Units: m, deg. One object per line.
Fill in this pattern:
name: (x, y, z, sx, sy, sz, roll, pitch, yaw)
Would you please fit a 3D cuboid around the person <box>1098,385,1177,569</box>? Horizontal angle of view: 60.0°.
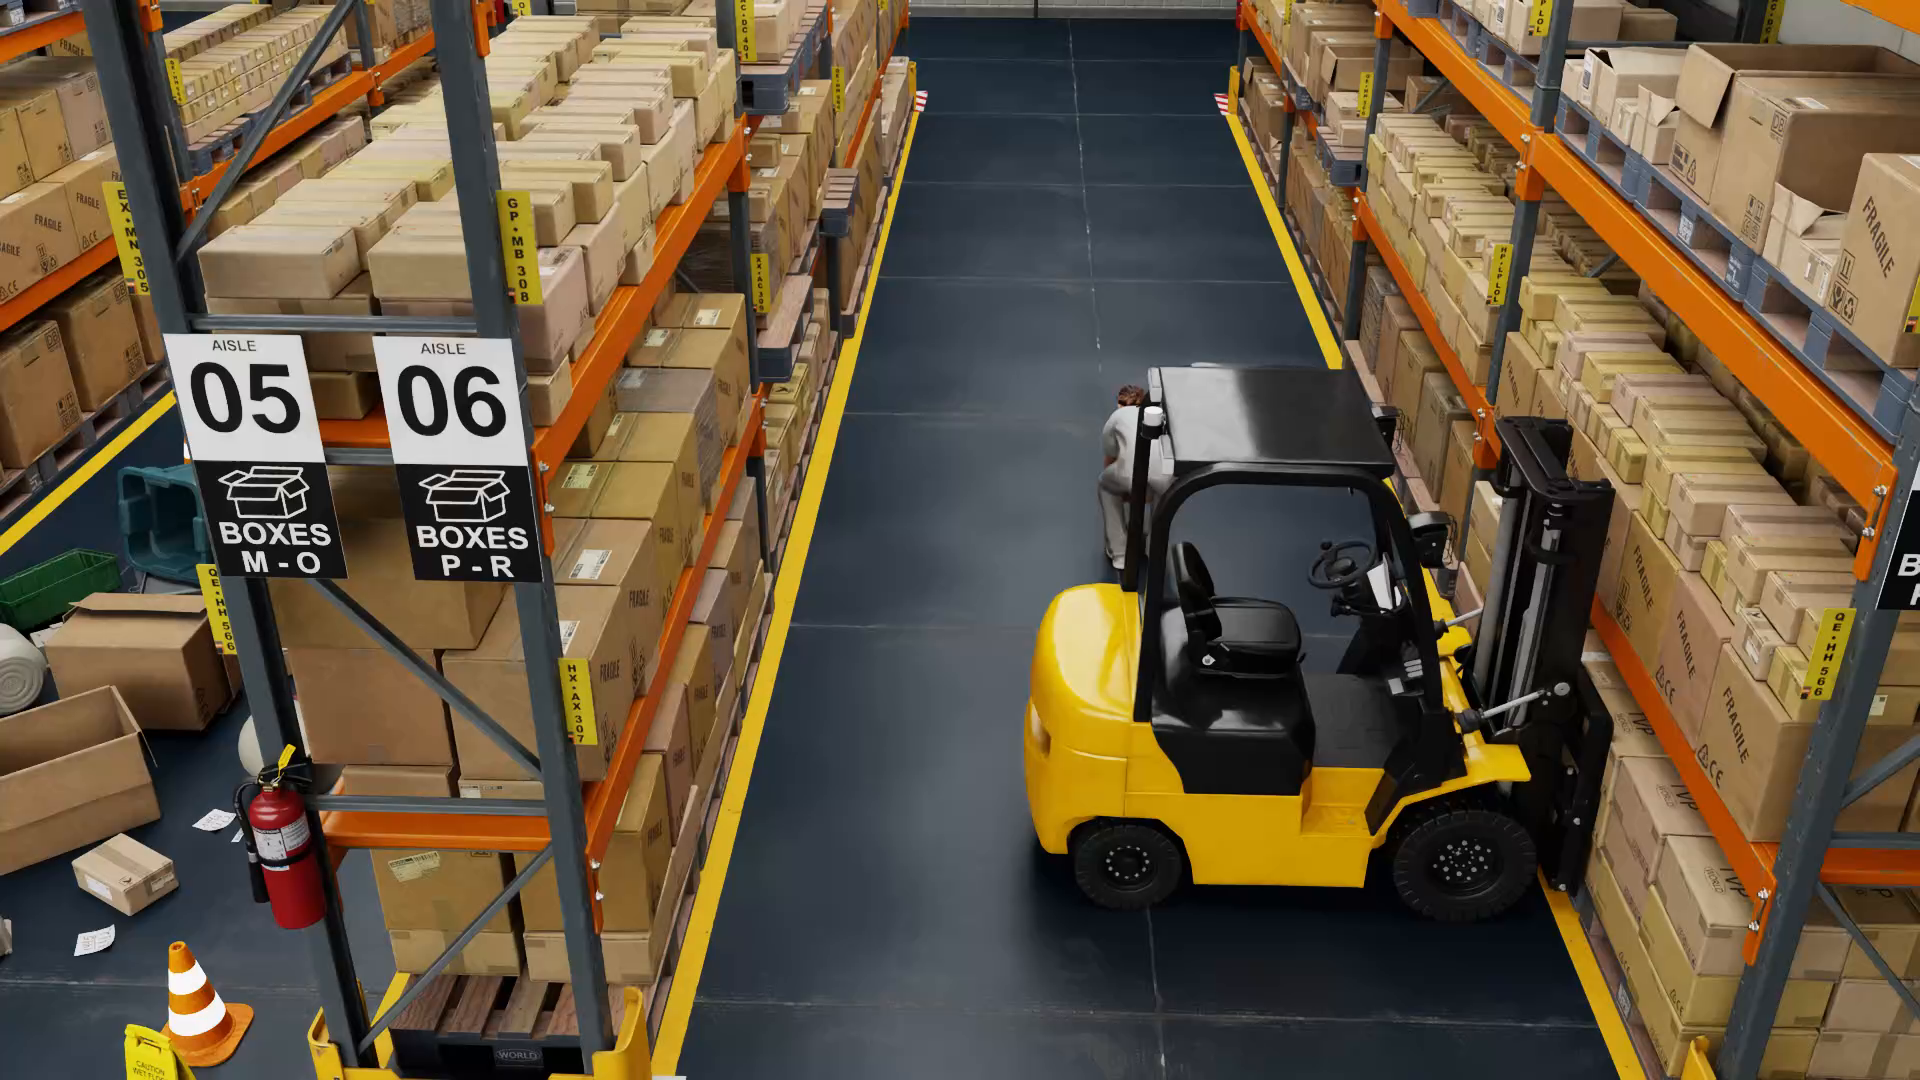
person: (1.077, -0.385, 10.089, 0.475, 0.974, 0.865, 0, 28, -1)
